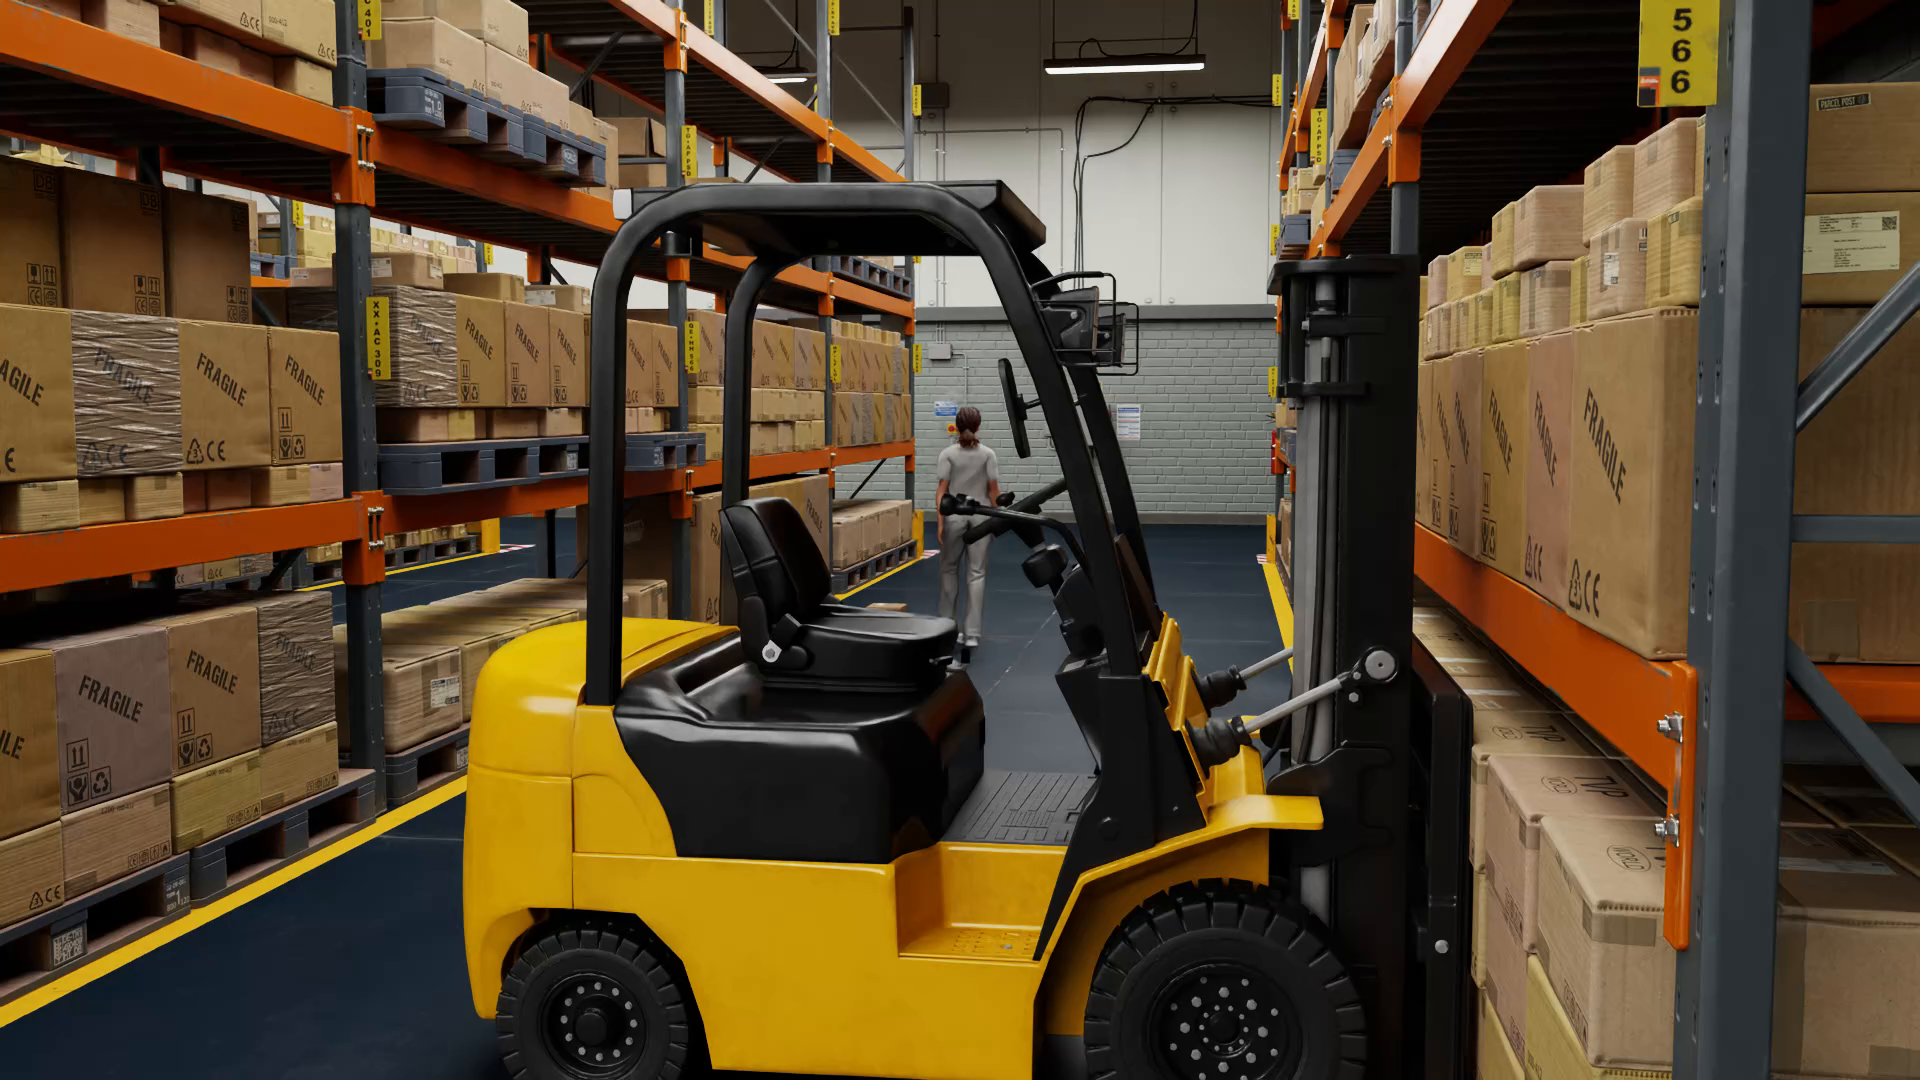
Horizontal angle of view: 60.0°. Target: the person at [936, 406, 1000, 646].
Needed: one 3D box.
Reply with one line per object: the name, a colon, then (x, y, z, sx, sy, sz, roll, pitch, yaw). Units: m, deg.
person: (0.036, -0.110, 11.689, 0.484, 1.659, 0.658, 0, 5, -3)
